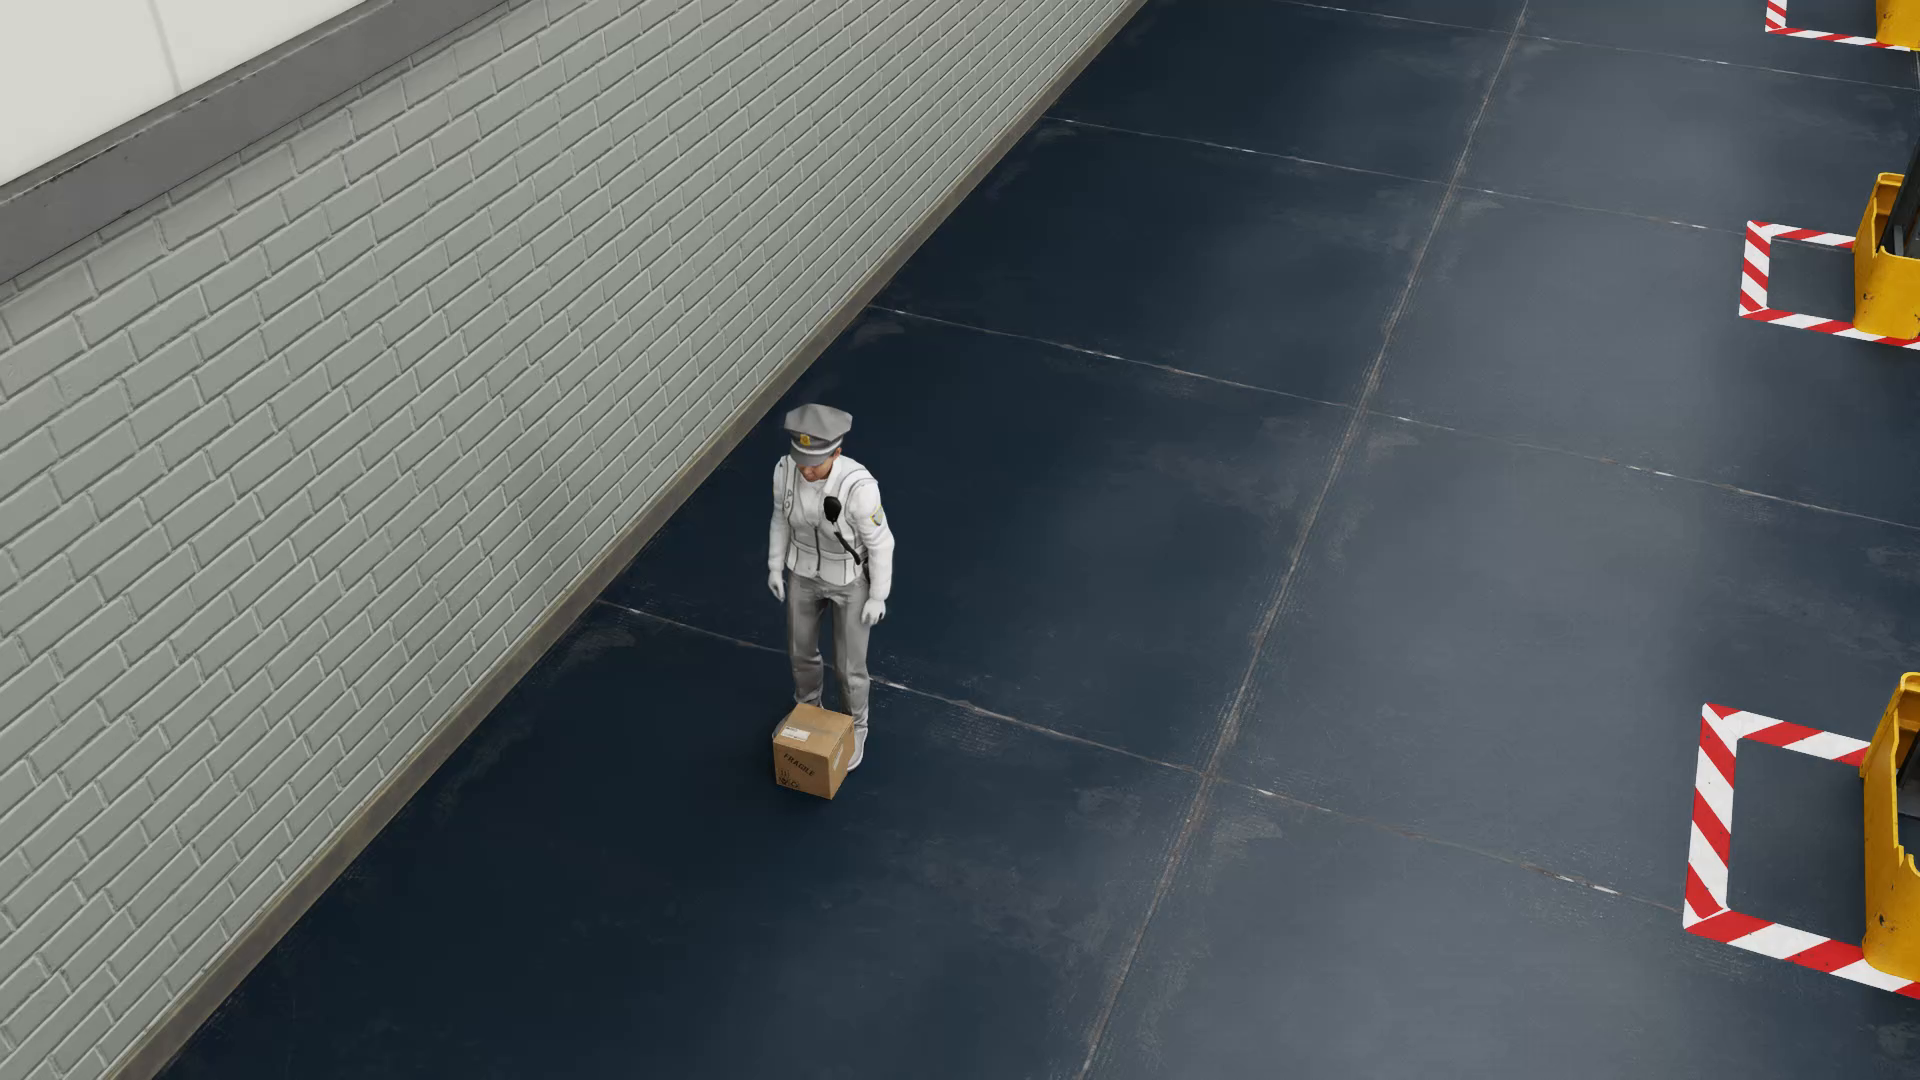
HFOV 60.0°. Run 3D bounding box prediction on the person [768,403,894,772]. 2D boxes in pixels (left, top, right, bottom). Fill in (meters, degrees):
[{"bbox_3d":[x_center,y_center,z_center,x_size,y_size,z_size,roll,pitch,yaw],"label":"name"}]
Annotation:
[{"bbox_3d":[-0.525,0.178,6.586,0.527,1.662,0.409,14,40,18],"label":"person"}]
